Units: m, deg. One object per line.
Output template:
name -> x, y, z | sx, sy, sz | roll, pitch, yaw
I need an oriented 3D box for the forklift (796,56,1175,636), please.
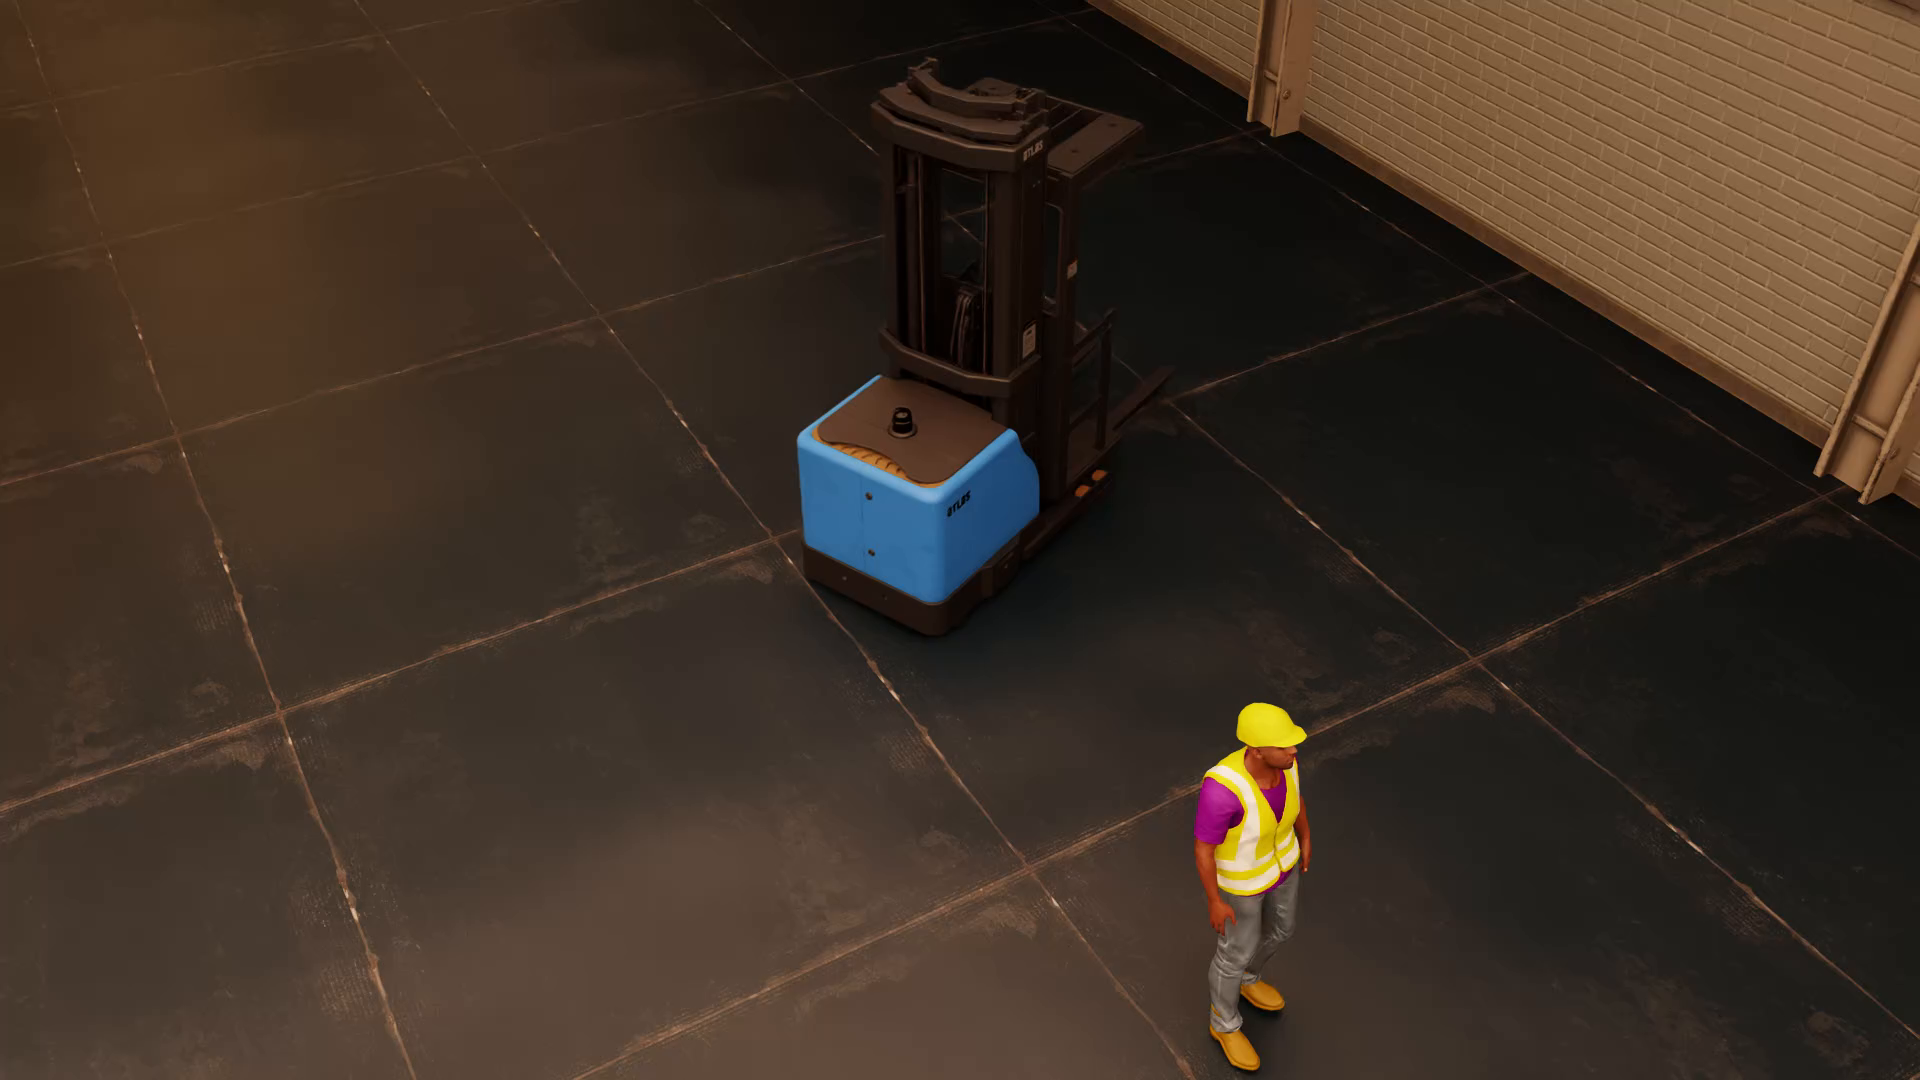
forklift -> 0.325, -1.476, 9.816 | 1.130, 2.935, 3.031 | 25, 46, 27

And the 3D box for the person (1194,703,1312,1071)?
person -> 1.321, 1.456, 7.188 | 0.665, 1.755, 0.590 | -31, 49, -32
